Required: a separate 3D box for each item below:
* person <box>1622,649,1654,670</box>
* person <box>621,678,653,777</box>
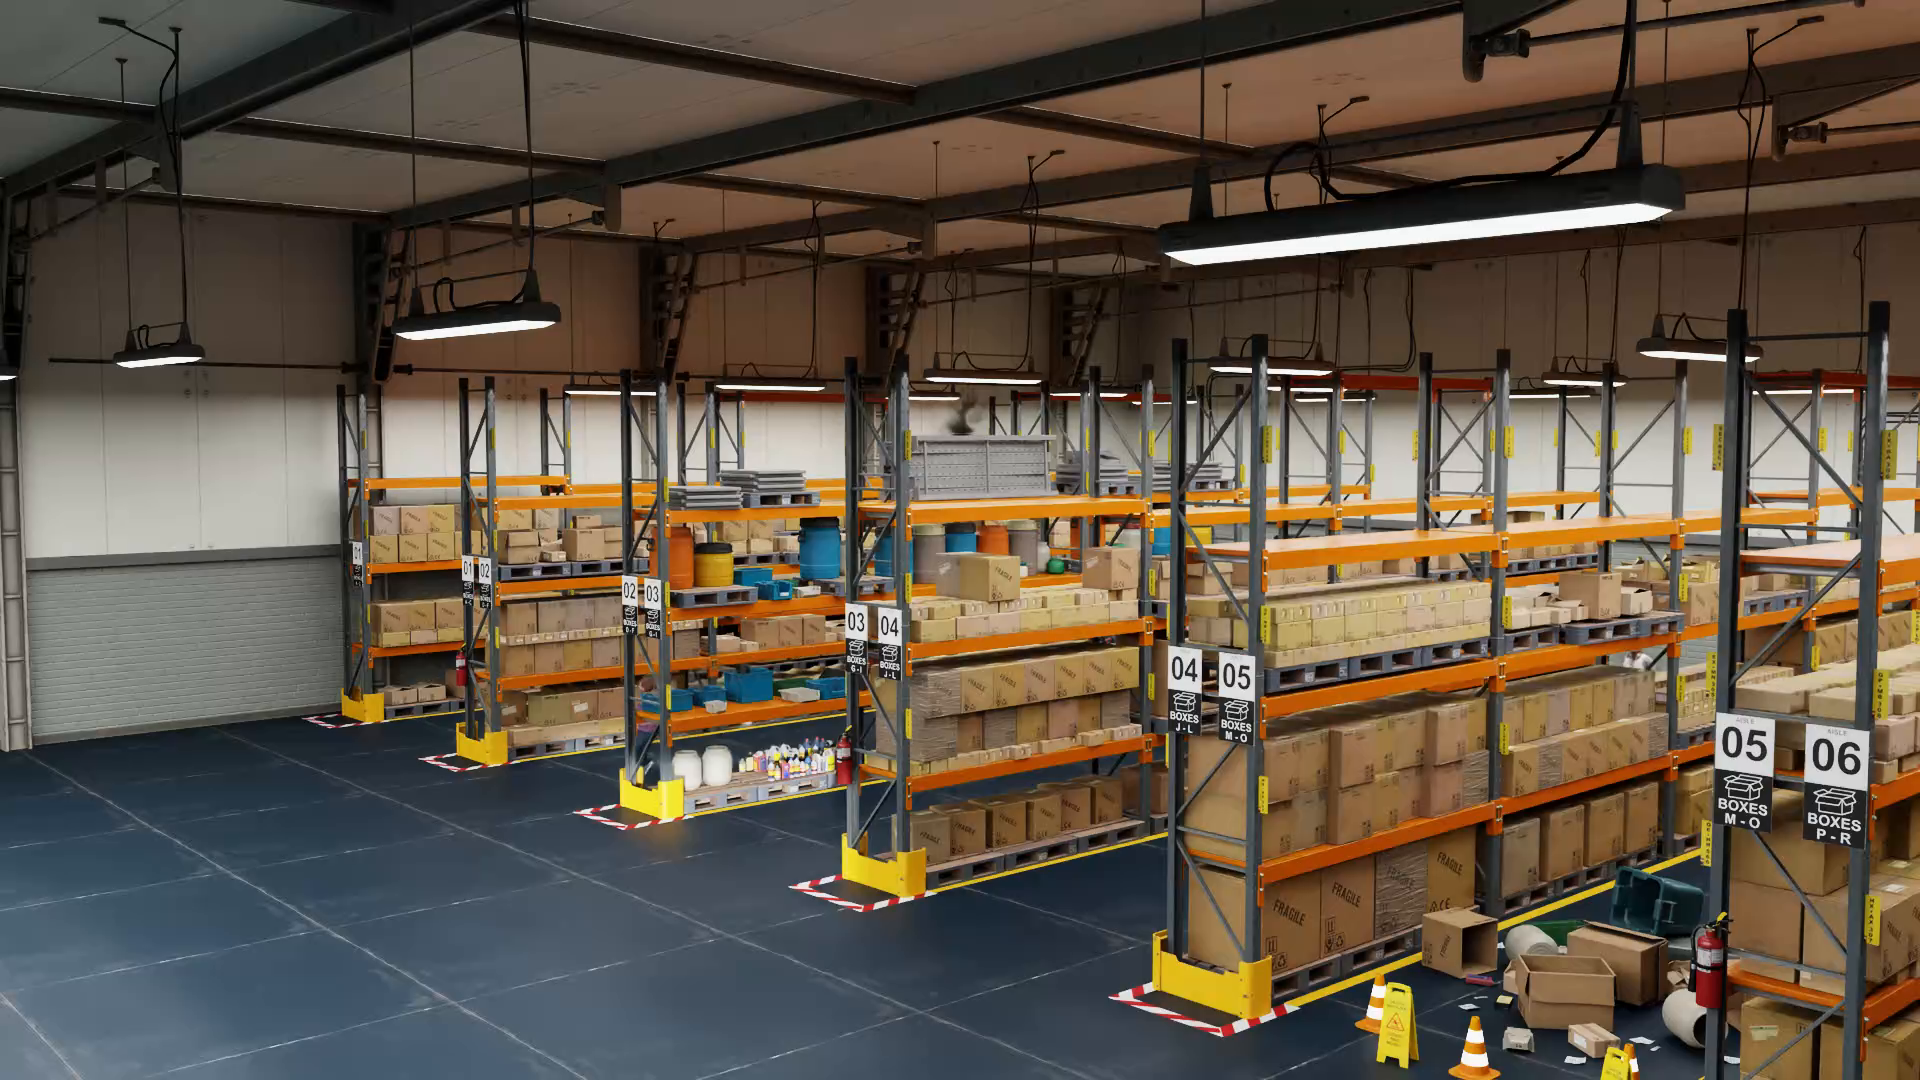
[{"bbox_3d":[11.081,2.489,27.263,0.837,1.809,0.661,-3,5,-41],"label":"person"},{"bbox_3d":[-4.711,2.796,24.353,0.498,1.541,0.533,-3,5,-37],"label":"person"}]
